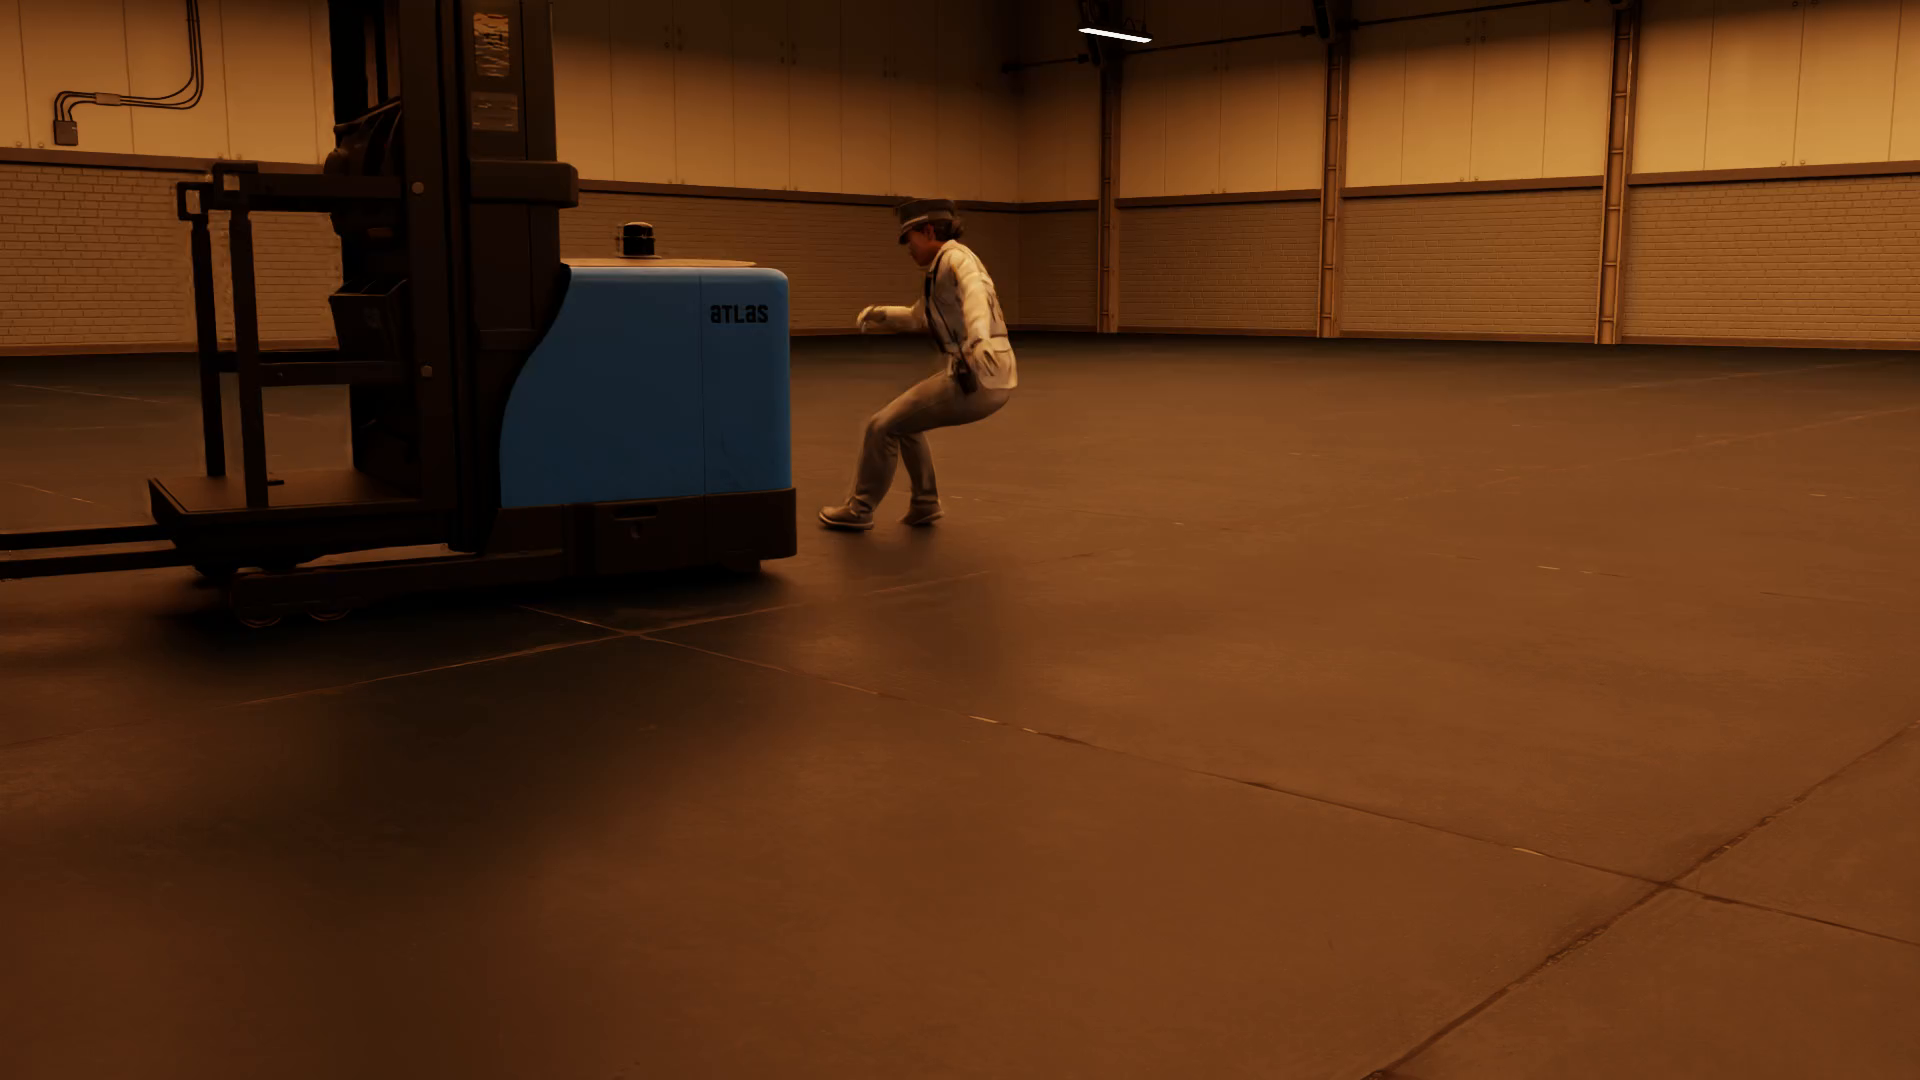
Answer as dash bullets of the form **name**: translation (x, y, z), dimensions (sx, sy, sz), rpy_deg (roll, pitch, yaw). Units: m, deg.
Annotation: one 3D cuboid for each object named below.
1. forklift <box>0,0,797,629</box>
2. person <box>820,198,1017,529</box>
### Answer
- **forklift**: translation (-2.111, -1.274, 5.337), dimensions (3.031, 2.935, 1.130), rpy_deg (-5, 10, -30)
- **person**: translation (-0.204, -0.659, 6.691), dimensions (0.900, 1.416, 0.995), rpy_deg (2, 9, 11)
